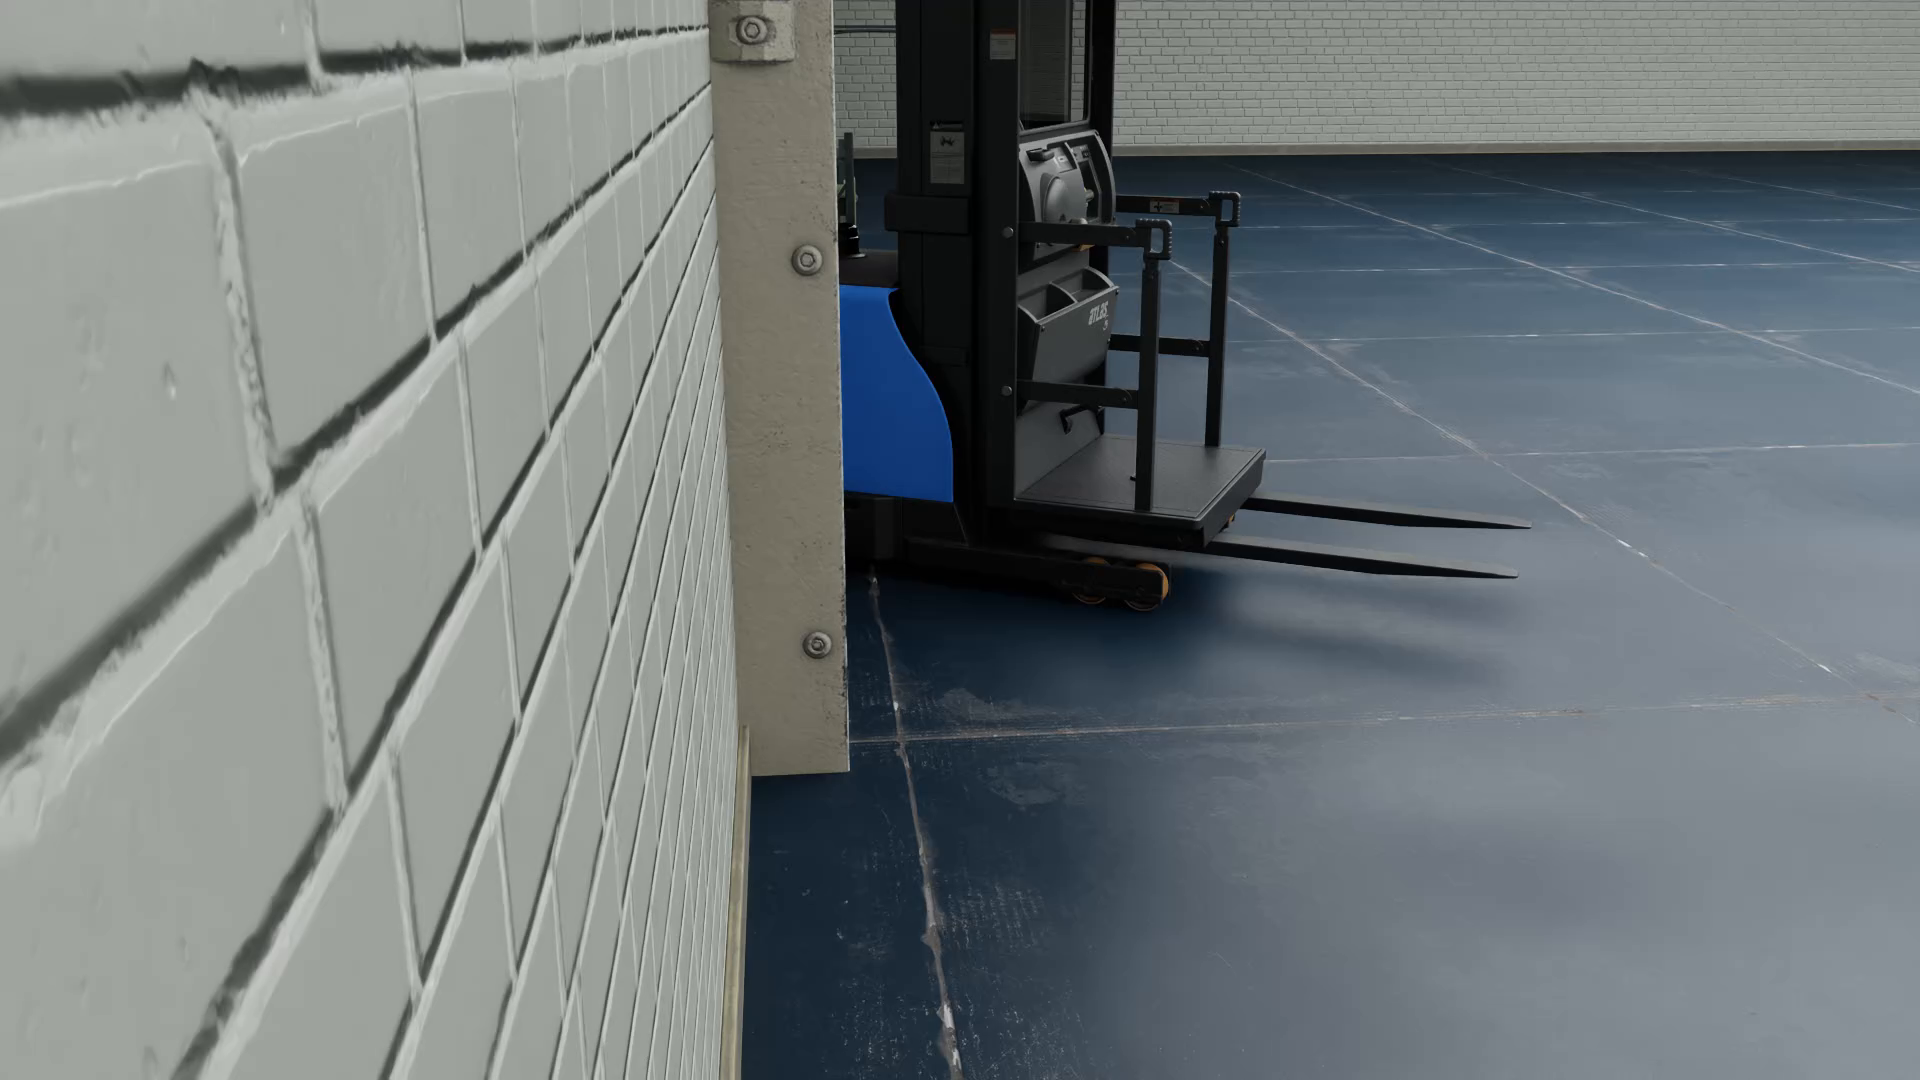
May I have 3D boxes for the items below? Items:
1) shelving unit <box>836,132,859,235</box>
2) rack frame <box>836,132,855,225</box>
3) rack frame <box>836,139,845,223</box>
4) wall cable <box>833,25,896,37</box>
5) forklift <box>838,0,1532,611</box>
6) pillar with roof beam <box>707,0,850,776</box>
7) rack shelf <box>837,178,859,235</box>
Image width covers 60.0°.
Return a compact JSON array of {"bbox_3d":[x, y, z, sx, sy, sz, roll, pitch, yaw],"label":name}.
[{"bbox_3d":[-0.654,-0.948,7.082,0.431,1.500,0.755,-2,12,-6],"label":"shelving unit"},{"bbox_3d":[-0.617,-0.875,6.726,0.400,1.500,0.023,-2,12,-6],"label":"rack frame"},{"bbox_3d":[-0.692,-1.021,7.439,0.400,1.500,0.023,-2,12,-6],"label":"rack frame"},{"bbox_3d":[-1.327,-8.503,23.923,3.097,2.526,0.112,-2,18,-6],"label":"wall cable"},{"bbox_3d":[0.583,-1.327,6.011,3.031,2.935,1.130,7,19,21],"label":"forklift"},{"bbox_3d":[3.801,-3.836,3.874,9.100,9.000,0.400,-2,18,-6],"label":"pillar with roof beam"},{"bbox_3d":[-0.658,-1.331,7.004,0.431,0.370,0.720,-2,12,-6],"label":"rack shelf"}]
